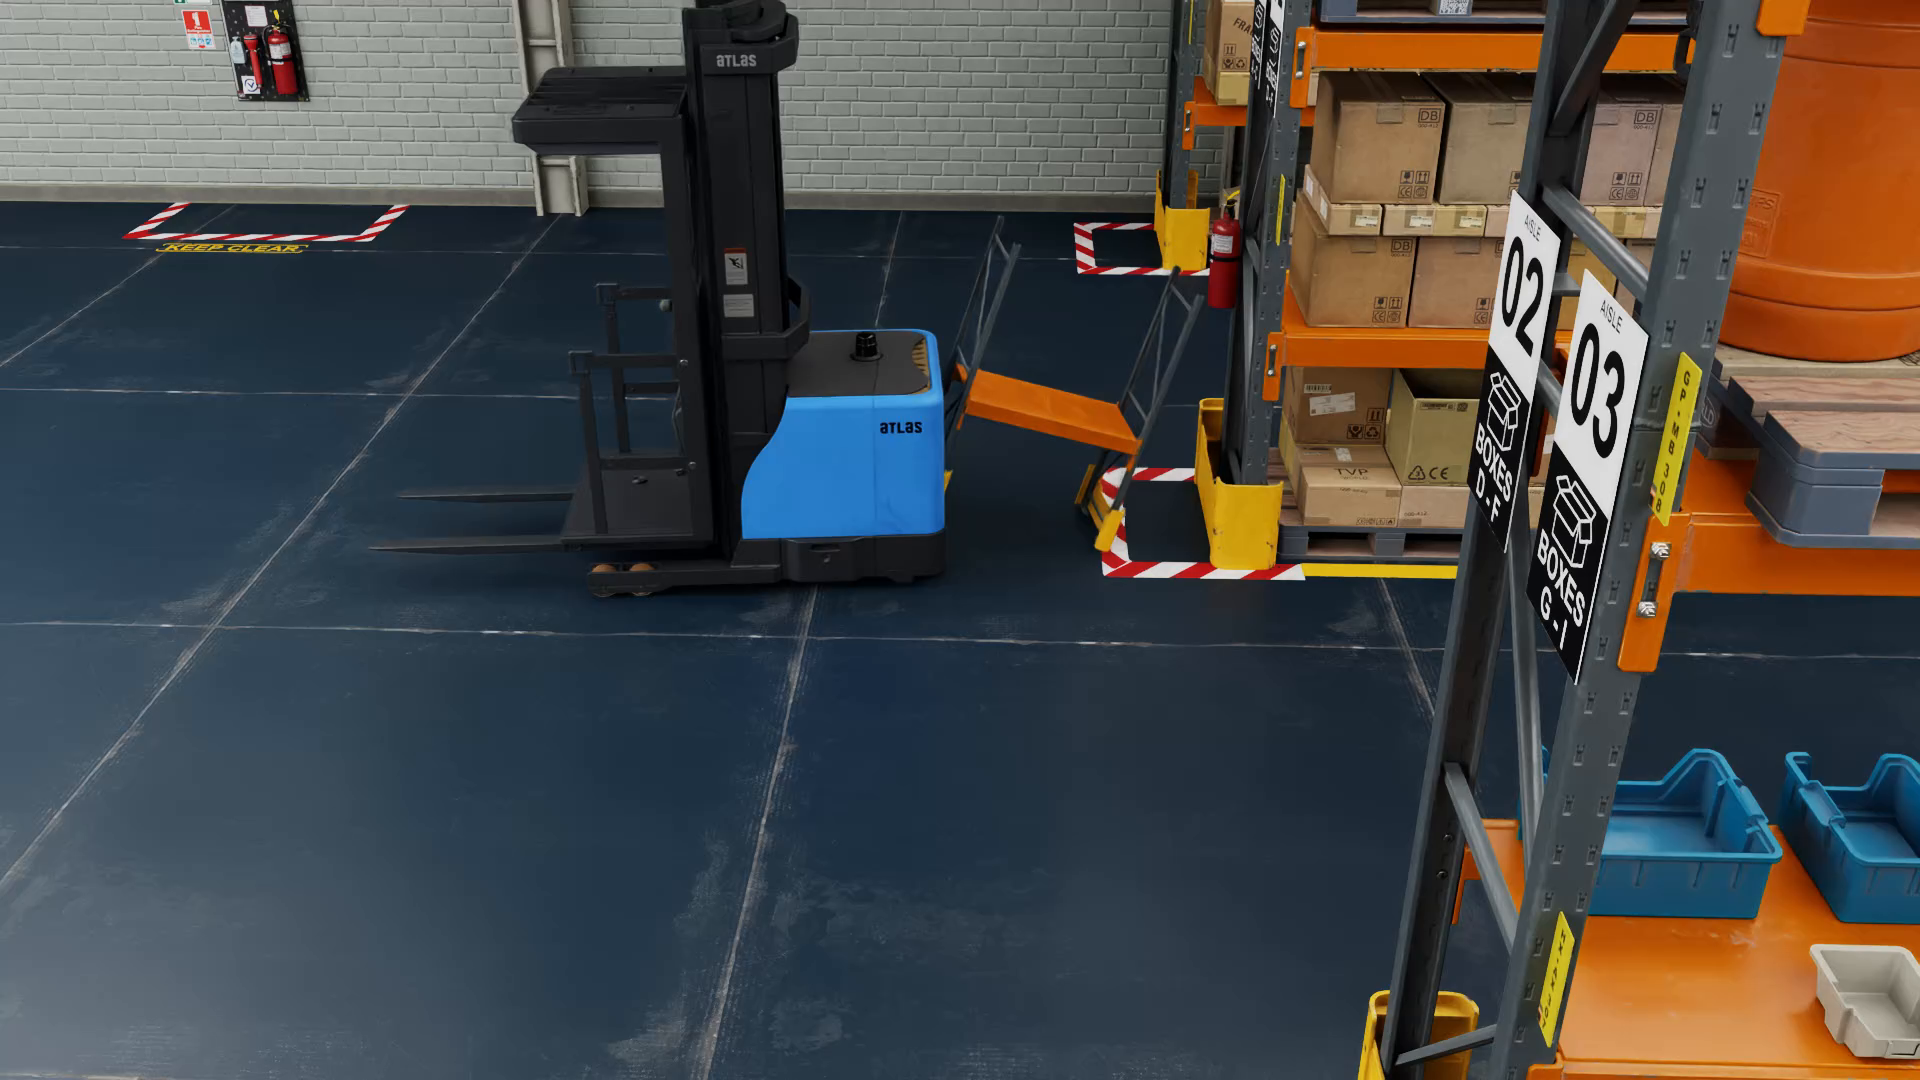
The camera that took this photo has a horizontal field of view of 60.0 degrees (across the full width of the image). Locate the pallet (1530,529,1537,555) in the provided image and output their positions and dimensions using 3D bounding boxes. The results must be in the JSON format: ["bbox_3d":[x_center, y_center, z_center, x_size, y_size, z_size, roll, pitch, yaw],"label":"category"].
[{"bbox_3d":[3.557,-0.192,9.387,1.213,0.211,1.003,1,28,2],"label":"pallet"}]

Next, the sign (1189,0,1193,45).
[{"bbox_3d":[1.728,-3.886,12.453,0.005,0.325,0.100,1,28,2],"label":"sign"}]

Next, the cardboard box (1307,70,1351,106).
[{"bbox_3d":[2.742,-3.541,12.866,0.500,0.250,0.500,0,28,0],"label":"cardboard box"}]

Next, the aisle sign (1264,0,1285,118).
[{"bbox_3d":[1.499,-2.445,7.884,0.004,0.787,0.394,1,28,2],"label":"aisle sign"}]

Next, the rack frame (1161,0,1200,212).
[{"bbox_3d":[1.747,-3.757,13.135,0.127,3.000,1.000,1,28,2],"label":"rack frame"}]

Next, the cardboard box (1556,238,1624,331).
[{"bbox_3d":[3.063,-1.452,8.679,0.500,0.500,0.700,1,28,2],"label":"cardboard box"}]

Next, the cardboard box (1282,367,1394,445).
[{"bbox_3d":[2.122,-0.871,9.377,0.500,0.500,0.500,1,28,2],"label":"cardboard box"}]

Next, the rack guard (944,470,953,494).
[{"bbox_3d":[-0.158,-0.394,9.043,0.087,0.250,0.587,13,25,-16],"label":"rack guard"}]

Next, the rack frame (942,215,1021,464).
[{"bbox_3d":[0.019,-0.935,8.784,0.032,1.500,0.500,13,25,-16],"label":"rack frame"}]

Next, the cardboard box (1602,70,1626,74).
[{"bbox_3d":[4.762,-3.834,12.617,0.500,0.500,0.500,1,28,2],"label":"cardboard box"}]

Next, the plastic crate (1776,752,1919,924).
[{"bbox_3d":[2.556,0.827,4.645,0.408,0.251,0.499,1,28,2],"label":"plastic crate"}]

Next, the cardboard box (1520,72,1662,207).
[{"bbox_3d":[3.124,-2.027,8.379,0.500,0.500,0.700,1,28,2],"label":"cardboard box"}]

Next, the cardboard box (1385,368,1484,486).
[{"bbox_3d":[2.603,-0.620,8.904,0.500,0.500,0.500,1,28,2],"label":"cardboard box"}]

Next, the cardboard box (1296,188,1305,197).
[{"bbox_3d":[3.005,-2.701,13.543,0.500,0.311,0.500,3,28,6],"label":"cardboard box"}]

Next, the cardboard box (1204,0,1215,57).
[{"bbox_3d":[2.225,-4.123,13.163,0.500,0.500,0.500,1,28,1],"label":"cardboard box"}]

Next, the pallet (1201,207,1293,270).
[{"bbox_3d":[2.633,-2.494,13.729,1.213,0.211,1.003,1,28,2],"label":"pallet"}]

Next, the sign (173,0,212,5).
[{"bbox_3d":[-6.533,-4.611,14.143,0.331,0.109,0.001,1,28,2],"label":"sign"}]

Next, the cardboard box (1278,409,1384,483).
[{"bbox_3d":[2.122,-0.539,9.551,0.500,0.250,0.500,1,28,2],"label":"cardboard box"}]

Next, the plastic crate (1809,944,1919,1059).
[{"bbox_3d":[2.280,1.162,4.137,0.250,0.136,0.298,1,28,2],"label":"plastic crate"}]

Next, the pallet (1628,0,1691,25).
[{"bbox_3d":[3.504,-2.682,7.998,1.213,0.211,1.003,1,28,2],"label":"pallet"}]

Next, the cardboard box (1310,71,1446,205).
[{"bbox_3d":[2.094,-2.041,8.406,0.500,0.500,0.700,1,28,2],"label":"cardboard box"}]

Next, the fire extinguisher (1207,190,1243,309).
[{"bbox_3d":[1.474,-1.624,9.193,0.183,0.674,0.296,1,28,2],"label":"fire extinguisher"}]

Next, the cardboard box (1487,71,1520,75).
[{"bbox_3d":[4.259,-3.513,12.813,0.500,0.250,0.500,1,28,2],"label":"cardboard box"}]

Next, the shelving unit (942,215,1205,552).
[{"bbox_3d":[0.504,-0.826,8.926,1.083,1.500,0.587,13,25,-16],"label":"shelving unit"}]

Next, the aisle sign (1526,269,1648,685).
[{"bbox_3d":[1.315,-0.133,3.522,0.004,0.787,0.394,1,28,2],"label":"aisle sign"}]

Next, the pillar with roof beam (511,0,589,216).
[{"bbox_3d":[-3.672,-4.885,8.858,0.400,9.000,9.100,1,28,2],"label":"pillar with roof beam"}]

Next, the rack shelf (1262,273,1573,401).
[{"bbox_3d":[3.574,-1.088,8.867,4.000,0.370,1.077,1,28,2],"label":"rack shelf"}]

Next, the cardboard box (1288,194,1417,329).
[{"bbox_3d":[2.042,-1.469,8.712,0.500,0.500,0.700,1,28,2],"label":"cardboard box"}]

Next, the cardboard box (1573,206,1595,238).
[{"bbox_3d":[2.992,-1.646,8.352,0.250,0.149,0.380,0,28,0],"label":"cardboard box"}]

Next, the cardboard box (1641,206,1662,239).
[{"bbox_3d":[3.496,-1.636,8.334,0.250,0.149,0.380,1,28,2],"label":"cardboard box"}]

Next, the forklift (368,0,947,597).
[{"bbox_3d":[-1.605,-1.253,8.483,3.031,2.935,1.130,-2,28,-3],"label":"forklift"}]

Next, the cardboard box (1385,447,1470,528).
[{"bbox_3d":[2.603,-0.290,9.081,0.500,0.250,0.500,1,28,2],"label":"cardboard box"}]

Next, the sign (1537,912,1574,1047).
[{"bbox_3d":[1.373,1.015,3.837,0.005,0.325,0.100,1,28,2],"label":"sign"}]

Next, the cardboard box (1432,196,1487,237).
[{"bbox_3d":[2.473,-1.654,8.368,0.250,0.149,0.380,1,28,2],"label":"cardboard box"}]

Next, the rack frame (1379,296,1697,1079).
[{"bbox_3d":[1.397,0.880,4.387,0.127,3.000,1.000,1,28,2],"label":"rack frame"}]

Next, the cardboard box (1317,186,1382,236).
[{"bbox_3d":[1.960,-1.662,8.383,0.250,0.149,0.380,1,28,1],"label":"cardboard box"}]

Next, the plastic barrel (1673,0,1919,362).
[{"bbox_3d":[1.887,-0.872,3.583,0.708,0.830,0.600,1,28,2],"label":"plastic barrel"}]

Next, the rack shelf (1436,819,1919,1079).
[{"bbox_3d":[3.396,1.231,4.493,4.000,0.370,1.077,1,28,2],"label":"rack shelf"}]

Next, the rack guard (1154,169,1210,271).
[{"bbox_3d":[1.823,-2.651,13.718,0.348,0.500,1.175,1,28,2],"label":"rack guard"}]

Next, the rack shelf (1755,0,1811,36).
[{"bbox_3d":[3.396,-1.243,3.182,4.000,0.370,1.077,1,28,2],"label":"rack shelf"}]

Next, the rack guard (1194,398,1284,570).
[{"bbox_3d":[1.551,-0.334,9.347,0.348,0.500,1.175,1,28,2],"label":"rack guard"}]

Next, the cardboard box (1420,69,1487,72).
[{"bbox_3d":[3.739,-3.855,12.658,0.500,0.500,0.500,2,28,3],"label":"cardboard box"}]

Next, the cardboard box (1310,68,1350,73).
[{"bbox_3d":[2.707,-3.870,12.685,0.500,0.500,0.500,1,28,2],"label":"cardboard box"}]
